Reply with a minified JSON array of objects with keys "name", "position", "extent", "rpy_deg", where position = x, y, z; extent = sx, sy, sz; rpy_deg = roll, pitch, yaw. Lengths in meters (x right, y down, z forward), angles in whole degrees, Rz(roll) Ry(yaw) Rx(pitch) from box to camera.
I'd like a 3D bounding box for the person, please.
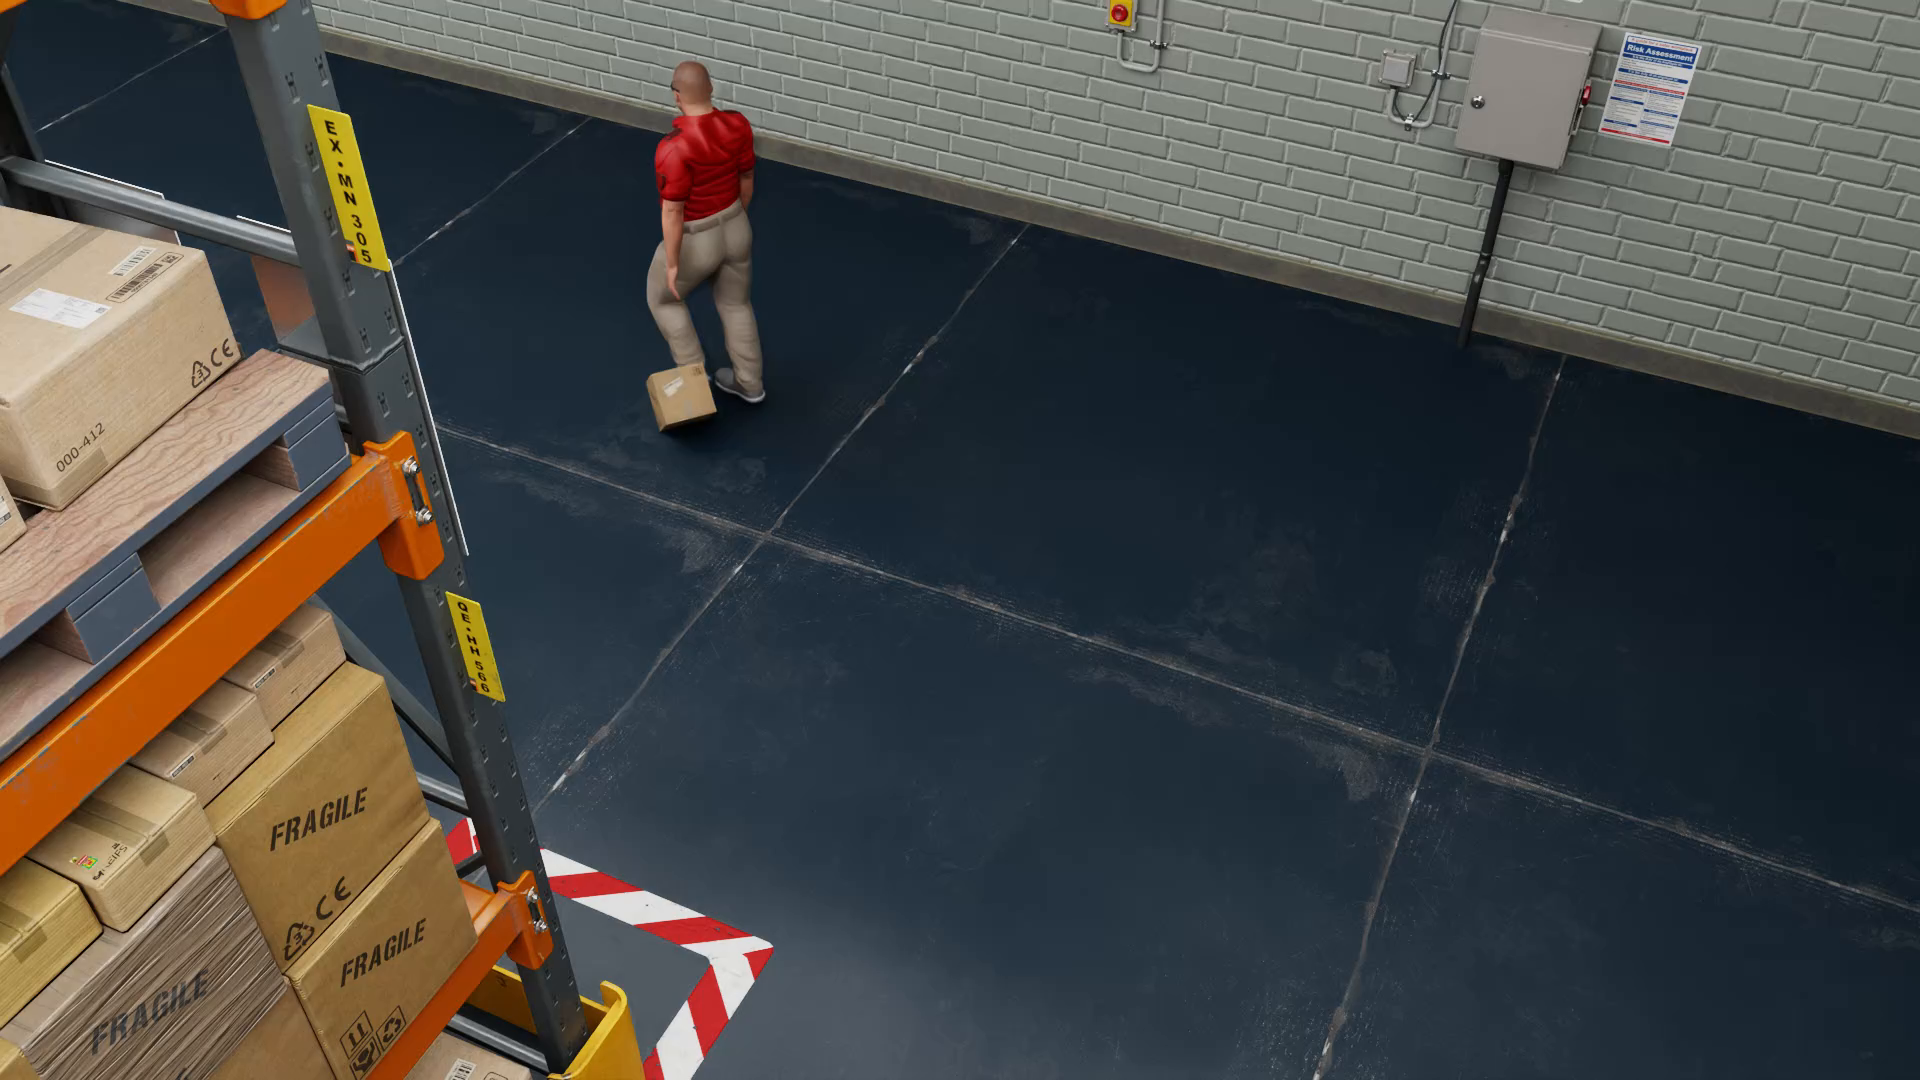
[{"name":"person","position":[-1.190,-1.376,7.735],"extent":[0.590,1.787,0.514],"rpy_deg":[-32,51,-31]}]
